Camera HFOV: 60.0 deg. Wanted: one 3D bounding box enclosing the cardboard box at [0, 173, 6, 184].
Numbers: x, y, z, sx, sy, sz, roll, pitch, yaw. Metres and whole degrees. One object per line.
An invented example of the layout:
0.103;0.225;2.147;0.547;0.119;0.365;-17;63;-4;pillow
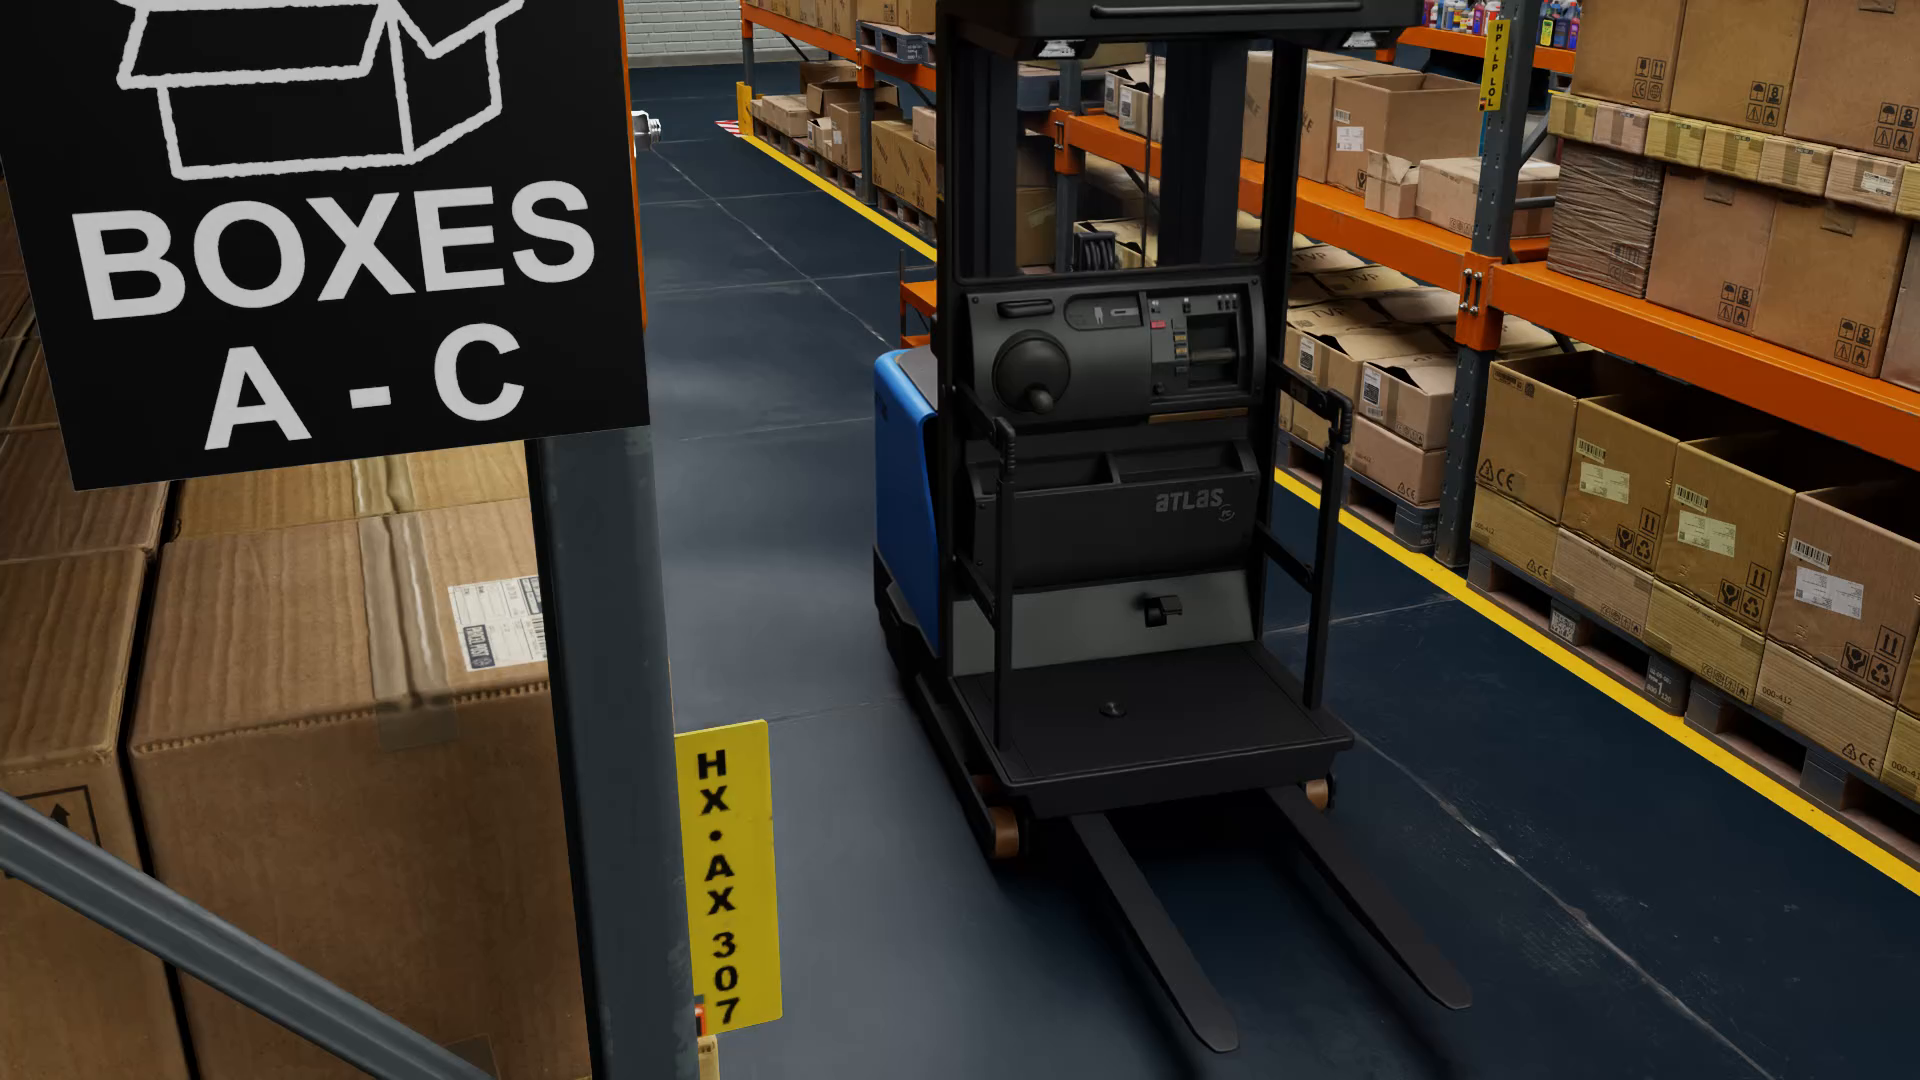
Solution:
-2.168;-0.750;4.369;0.500;0.500;0.500;-9;24;-20;cardboard box

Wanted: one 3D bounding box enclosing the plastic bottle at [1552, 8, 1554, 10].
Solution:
4.738;-4.133;13.358;0.097;0.271;0.097;0;23;0;plastic bottle

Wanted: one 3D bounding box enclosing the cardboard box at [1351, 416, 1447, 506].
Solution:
2.077;-0.382;7.294;0.500;0.250;0.500;-9;24;-20;cardboard box

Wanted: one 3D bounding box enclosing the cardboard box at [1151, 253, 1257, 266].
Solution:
1.363;-1.377;8.933;0.500;0.311;0.500;-9;24;-20;cardboard box

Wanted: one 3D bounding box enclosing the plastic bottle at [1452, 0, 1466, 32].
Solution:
4.255;-4.471;14.162;0.097;0.271;0.097;0;23;0;plastic bottle

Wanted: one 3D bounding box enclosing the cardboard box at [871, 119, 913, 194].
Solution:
-0.389;-3.093;13.379;0.500;0.500;0.500;-9;25;-21;cardboard box

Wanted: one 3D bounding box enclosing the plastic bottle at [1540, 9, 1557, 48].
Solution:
4.658;-4.042;13.128;0.061;0.283;0.133;-8;24;-19;plastic bottle

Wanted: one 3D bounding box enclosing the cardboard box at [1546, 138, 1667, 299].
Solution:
2.657;-1.230;6.179;0.700;0.500;0.500;-9;24;-20;cardboard box

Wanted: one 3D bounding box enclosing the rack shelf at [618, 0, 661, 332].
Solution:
-1.432;-0.988;2.796;1.077;0.370;4.000;-8;24;-19;rack shelf

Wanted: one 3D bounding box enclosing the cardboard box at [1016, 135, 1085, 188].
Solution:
0.507;-2.522;11.058;0.500;0.250;0.500;-7;24;-17;cardboard box

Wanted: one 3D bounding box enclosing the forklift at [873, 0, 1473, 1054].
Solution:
0.534;-0.559;4.801;1.130;2.935;3.031;-6;24;-13;forklift

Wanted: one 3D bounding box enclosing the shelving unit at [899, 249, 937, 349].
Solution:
-0.058;-0.613;7.160;0.258;1.200;0.503;-8;24;-19;shelving unit

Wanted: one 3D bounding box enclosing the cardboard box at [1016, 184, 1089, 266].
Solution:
0.531;-2.157;11.157;0.500;0.500;0.500;-7;24;-17;cardboard box

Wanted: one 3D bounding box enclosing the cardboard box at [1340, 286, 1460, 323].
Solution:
2.225;-1.084;8.238;0.500;0.311;0.500;-9;25;-21;cardboard box

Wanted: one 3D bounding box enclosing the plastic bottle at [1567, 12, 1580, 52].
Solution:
4.771;-3.926;12.854;0.061;0.283;0.133;-8;24;-19;plastic bottle

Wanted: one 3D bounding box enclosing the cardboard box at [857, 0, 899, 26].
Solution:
-0.374;-4.288;12.893;0.700;0.500;0.500;-18;29;-36;cardboard box

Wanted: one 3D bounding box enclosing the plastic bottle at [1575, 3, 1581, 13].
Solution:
5.072;-4.299;13.753;0.097;0.271;0.097;0;23;0;plastic bottle

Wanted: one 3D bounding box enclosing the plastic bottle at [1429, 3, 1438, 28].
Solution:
4.139;-4.559;14.459;0.097;0.201;0.097;0;23;0;plastic bottle

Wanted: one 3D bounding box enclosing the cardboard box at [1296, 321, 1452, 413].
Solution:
1.893;-0.826;7.624;0.500;0.311;0.500;-8;24;-18;cardboard box

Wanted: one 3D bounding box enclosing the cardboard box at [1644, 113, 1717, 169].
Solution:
2.590;-1.381;5.700;0.380;0.149;0.250;-9;24;-20;cardboard box

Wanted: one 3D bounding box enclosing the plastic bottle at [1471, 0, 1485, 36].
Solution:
4.348;-4.362;13.886;0.061;0.283;0.133;-8;24;-19;plastic bottle

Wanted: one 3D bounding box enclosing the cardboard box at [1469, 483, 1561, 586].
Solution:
2.374;-0.061;6.533;0.500;0.250;0.500;-8;24;-19;cardboard box

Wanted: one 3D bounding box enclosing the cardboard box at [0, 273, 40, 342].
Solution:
-1.624;-0.193;3.047;0.500;0.500;0.500;-8;24;-18;cardboard box

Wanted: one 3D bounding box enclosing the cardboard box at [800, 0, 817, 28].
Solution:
-1.116;-4.818;14.689;0.500;0.500;0.500;-8;24;-18;cardboard box

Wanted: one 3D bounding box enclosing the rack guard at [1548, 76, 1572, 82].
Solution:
7.515;-5.920;20.651;1.175;0.500;0.348;-8;24;-19;rack guard

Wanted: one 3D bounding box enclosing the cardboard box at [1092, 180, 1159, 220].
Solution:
1.188;-2.054;10.912;0.500;0.500;0.500;-7;24;-17;cardboard box

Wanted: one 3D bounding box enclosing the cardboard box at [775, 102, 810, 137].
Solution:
-1.465;-4.041;15.949;0.500;0.250;0.500;-8;24;-19;cardboard box

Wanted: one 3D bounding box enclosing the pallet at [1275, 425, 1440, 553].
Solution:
2.197;-0.322;7.743;1.003;0.211;1.213;-8;24;-19;pallet

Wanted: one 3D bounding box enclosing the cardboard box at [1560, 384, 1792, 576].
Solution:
2.549;-0.225;5.955;0.500;0.500;0.500;-8;24;-19;cardboard box

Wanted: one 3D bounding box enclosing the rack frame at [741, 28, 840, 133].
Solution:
-1.745;-5.705;16.923;1.000;3.000;0.127;-8;24;-19;rack frame

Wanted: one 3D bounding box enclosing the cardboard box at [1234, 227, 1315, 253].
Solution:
1.686;-1.639;9.553;0.500;0.311;0.500;-9;24;-20;cardboard box

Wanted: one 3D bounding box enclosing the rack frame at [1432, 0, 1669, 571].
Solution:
2.494;-1.345;6.579;1.000;3.000;0.127;-8;24;-19;rack frame

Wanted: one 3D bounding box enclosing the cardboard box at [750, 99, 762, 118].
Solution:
-1.919;-4.395;16.919;0.380;0.149;0.250;-8;24;-19;cardboard box

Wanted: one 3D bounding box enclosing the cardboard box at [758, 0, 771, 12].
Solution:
-1.648;-5.367;15.993;0.500;0.500;0.500;-9;24;-20;cardboard box

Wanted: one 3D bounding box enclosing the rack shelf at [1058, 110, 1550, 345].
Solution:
1.788;-1.740;8.442;1.077;0.370;4.000;-8;24;-19;rack shelf

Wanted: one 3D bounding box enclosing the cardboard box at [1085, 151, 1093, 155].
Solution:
0.636;-2.615;12.244;0.500;0.500;0.500;-9;25;-21;cardboard box

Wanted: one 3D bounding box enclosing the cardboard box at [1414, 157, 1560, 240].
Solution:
2.279;-1.449;7.018;0.500;0.250;0.500;-7;24;-16;cardboard box

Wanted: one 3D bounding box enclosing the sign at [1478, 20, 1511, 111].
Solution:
1.990;-1.764;6.184;0.100;0.325;0.005;-8;24;-19;sign

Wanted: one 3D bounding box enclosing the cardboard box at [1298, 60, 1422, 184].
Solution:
1.875;-2.046;8.112;0.500;0.500;0.500;-8;24;-19;cardboard box

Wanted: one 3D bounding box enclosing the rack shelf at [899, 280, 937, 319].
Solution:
-0.058;-0.975;7.007;0.258;0.148;0.480;-8;24;-19;rack shelf

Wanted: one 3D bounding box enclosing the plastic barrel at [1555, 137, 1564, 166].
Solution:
5.129;-3.145;13.413;0.600;0.588;0.708;-8;24;-19;plastic barrel

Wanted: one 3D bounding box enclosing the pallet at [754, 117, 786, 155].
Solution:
-1.436;-4.103;16.713;1.003;0.211;1.213;-8;24;-19;pallet

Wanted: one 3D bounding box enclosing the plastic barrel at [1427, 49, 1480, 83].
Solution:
4.480;-3.956;14.936;0.600;0.901;0.708;-8;24;-19;plastic barrel

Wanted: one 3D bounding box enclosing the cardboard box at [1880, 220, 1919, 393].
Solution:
3.205;-0.671;4.851;0.700;0.500;0.500;-8;24;-17;cardboard box

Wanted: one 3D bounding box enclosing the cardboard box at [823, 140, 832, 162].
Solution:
-0.987;-3.437;14.646;0.380;0.149;0.250;-8;24;-19;cardboard box

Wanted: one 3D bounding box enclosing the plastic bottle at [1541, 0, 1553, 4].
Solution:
5.000;-4.551;14.249;0.144;0.351;0.185;-8;24;-19;plastic bottle

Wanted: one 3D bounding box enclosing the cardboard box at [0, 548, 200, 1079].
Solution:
-1.091;0.362;1.731;0.500;0.500;0.500;-9;24;-20;cardboard box

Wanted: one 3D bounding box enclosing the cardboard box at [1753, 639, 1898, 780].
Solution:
2.900;0.484;5.238;0.500;0.250;0.500;-8;24;-19;cardboard box

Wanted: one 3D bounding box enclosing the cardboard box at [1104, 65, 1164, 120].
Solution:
1.169;-2.619;9.716;0.500;0.311;0.500;-7;24;-16;cardboard box

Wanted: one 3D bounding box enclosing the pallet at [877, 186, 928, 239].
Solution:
-0.009;-2.676;13.328;1.003;0.211;1.213;-8;24;-19;pallet

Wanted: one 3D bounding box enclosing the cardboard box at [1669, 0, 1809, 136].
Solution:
2.837;-1.645;5.491;0.700;0.500;0.500;-8;24;-19;cardboard box

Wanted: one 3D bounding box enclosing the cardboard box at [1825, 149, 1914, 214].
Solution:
2.867;-1.098;5.029;0.380;0.149;0.250;-9;25;-21;cardboard box

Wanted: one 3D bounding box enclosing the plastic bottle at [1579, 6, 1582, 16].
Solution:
5.182;-4.325;13.808;0.152;0.276;0.135;-8;24;-19;plastic bottle

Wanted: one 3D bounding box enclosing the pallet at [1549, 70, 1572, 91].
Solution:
7.880;-5.498;20.023;1.003;0.211;1.213;-8;24;-19;pallet

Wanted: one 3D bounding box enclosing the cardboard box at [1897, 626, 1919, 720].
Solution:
3.072;0.321;4.660;0.500;0.500;0.500;-8;24;-19;cardboard box

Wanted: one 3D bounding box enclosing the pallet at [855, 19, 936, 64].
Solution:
-0.152;-3.858;12.788;1.003;0.211;1.213;-8;24;-19;pallet
